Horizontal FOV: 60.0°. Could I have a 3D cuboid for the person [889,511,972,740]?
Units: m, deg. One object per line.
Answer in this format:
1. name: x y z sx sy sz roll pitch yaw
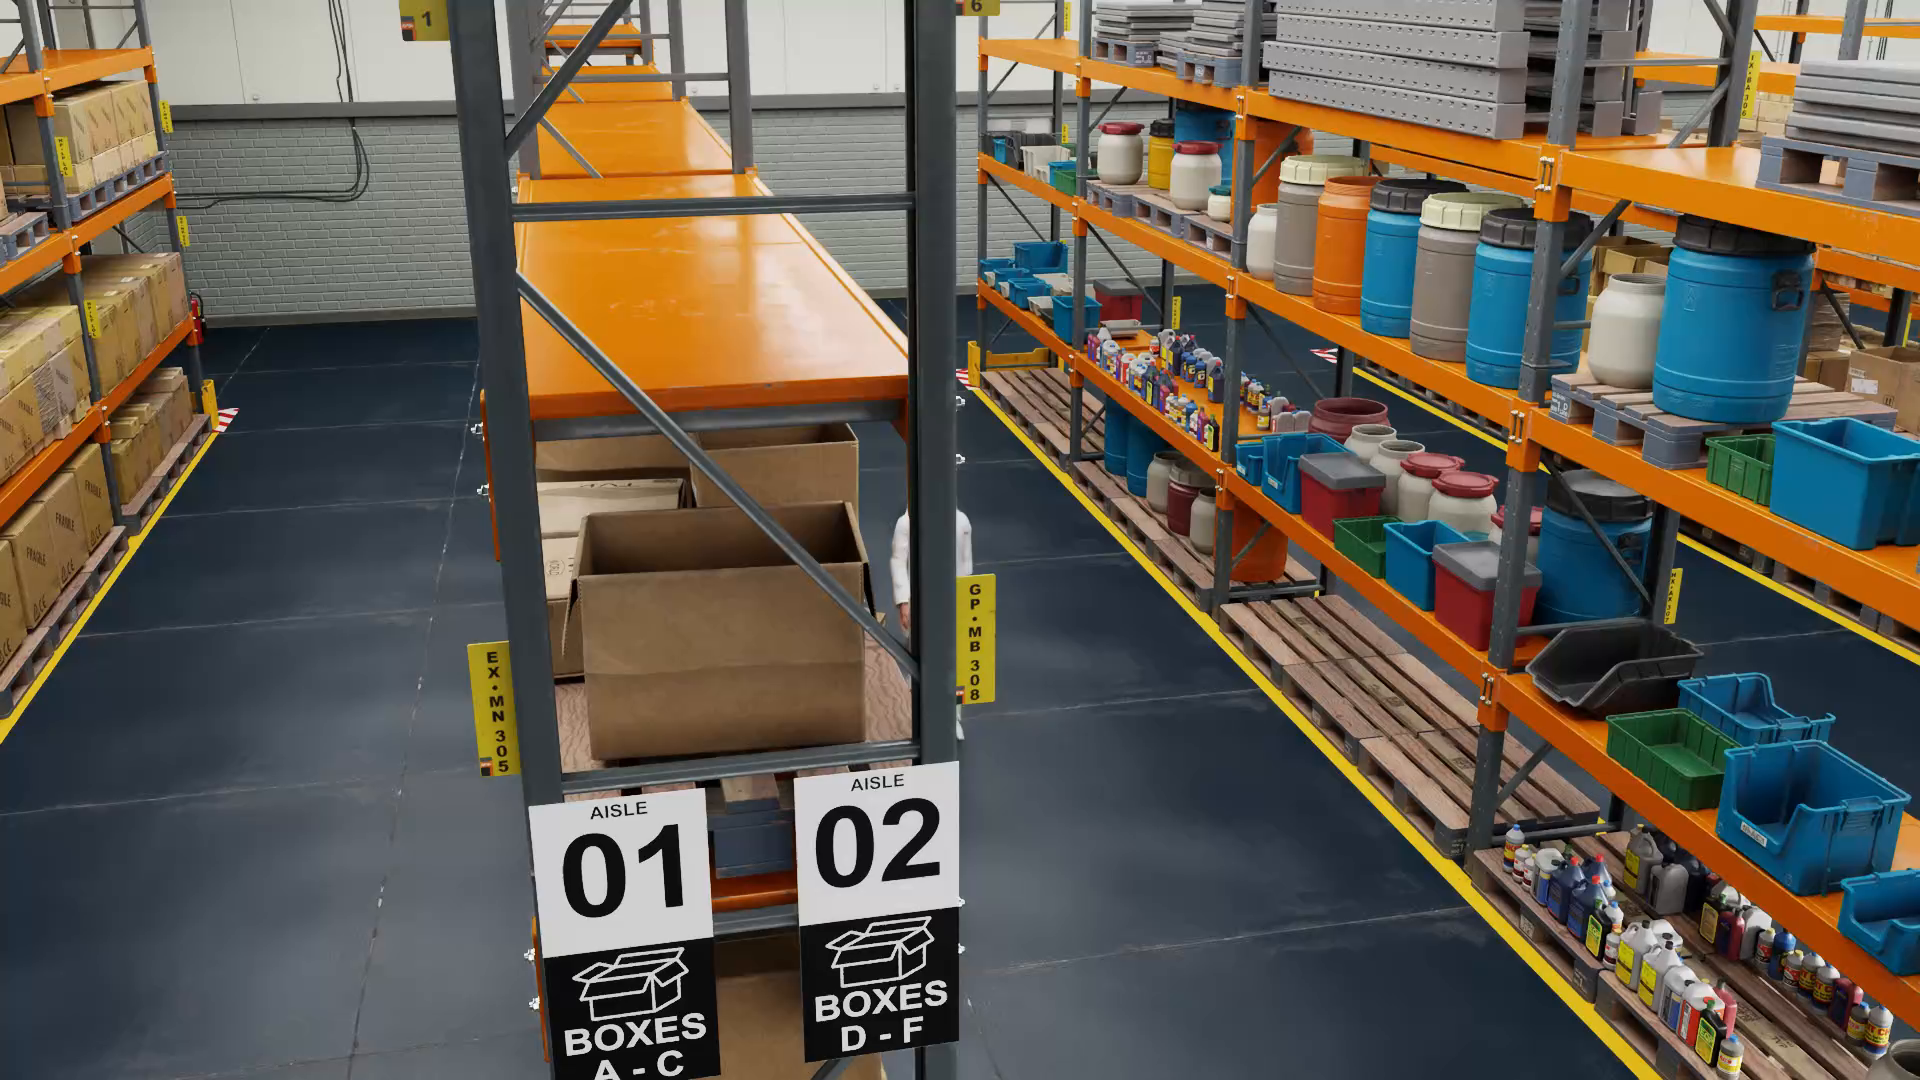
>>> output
1. person: -0.186 0.401 11.295 0.586 1.726 1.138 -3 19 -7
